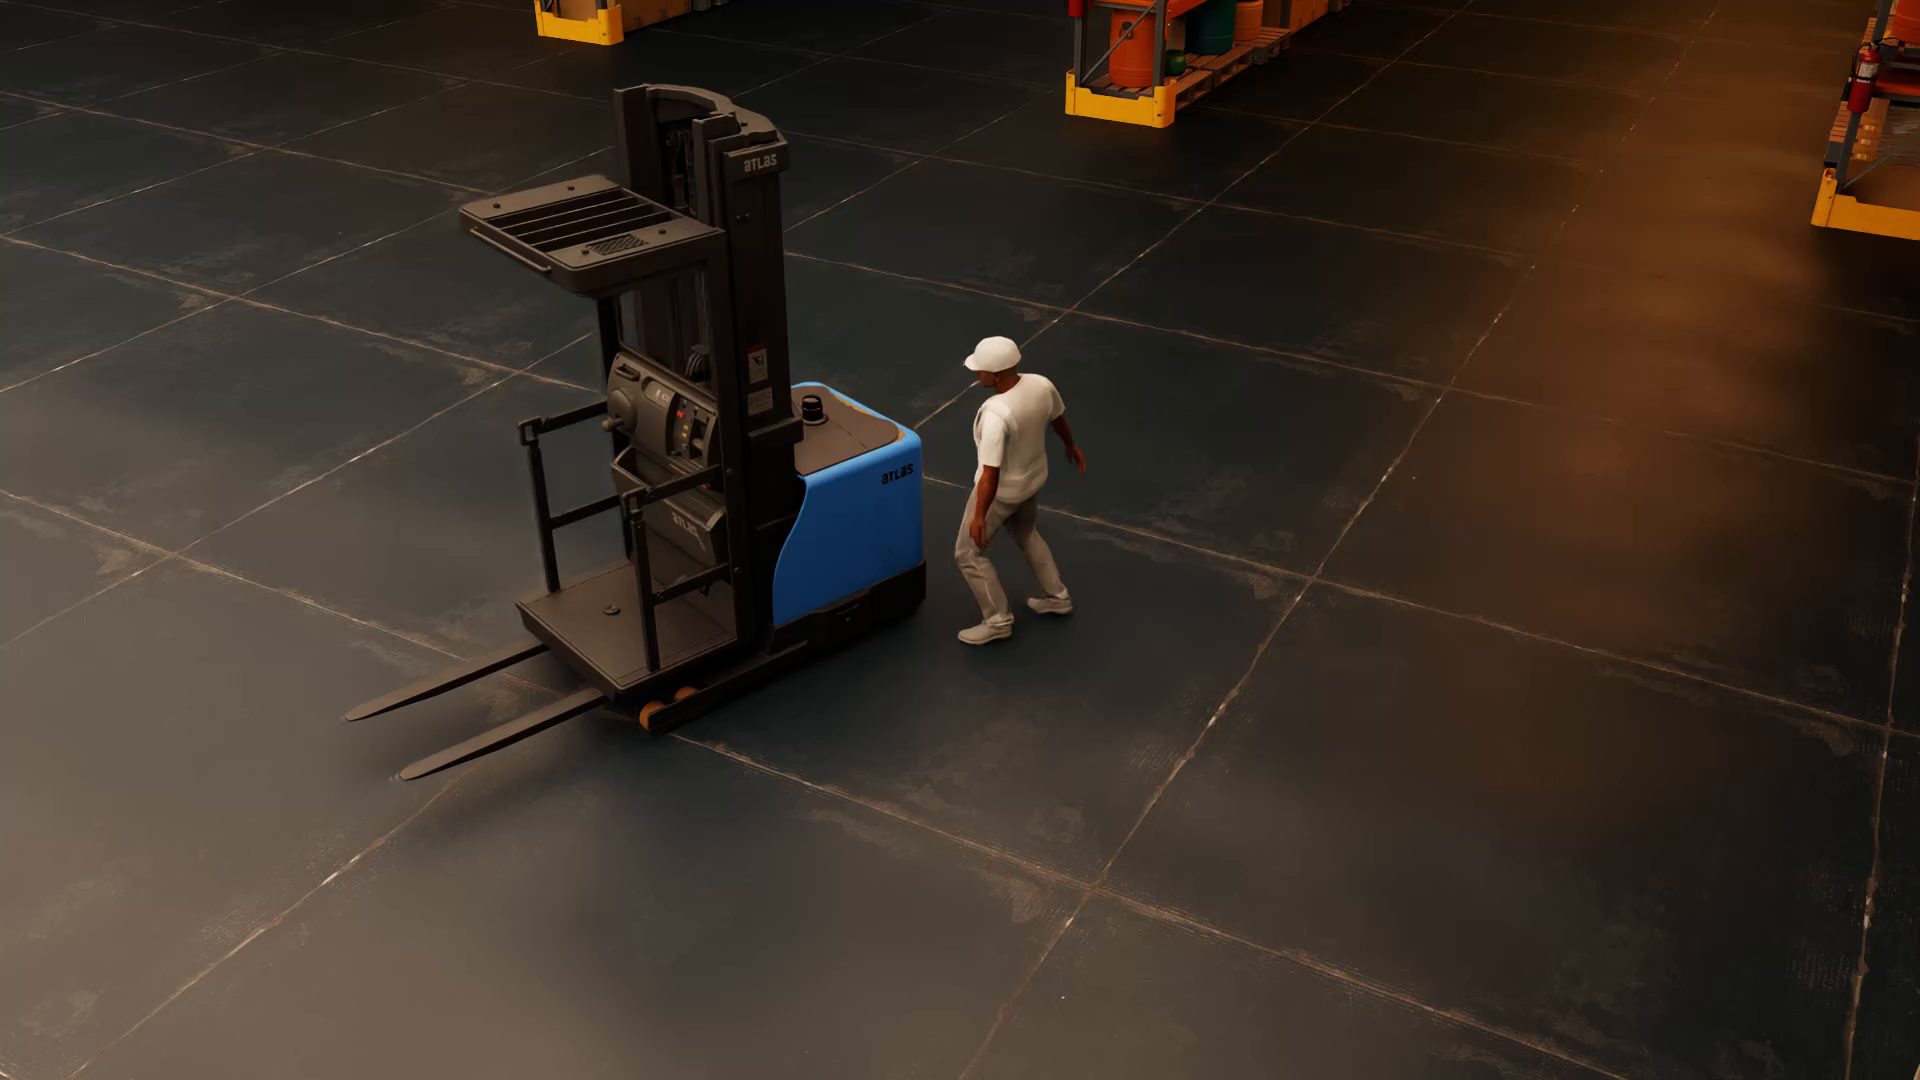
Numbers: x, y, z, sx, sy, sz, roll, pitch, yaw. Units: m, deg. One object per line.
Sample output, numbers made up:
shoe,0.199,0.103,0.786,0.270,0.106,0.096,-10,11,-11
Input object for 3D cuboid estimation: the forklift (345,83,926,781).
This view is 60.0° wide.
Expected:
forklift,-1.632,-0.594,8.101,3.031,2.935,1.130,-24,37,-35

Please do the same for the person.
person,0.344,-0.311,8.883,0.504,1.720,0.912,22,37,33
